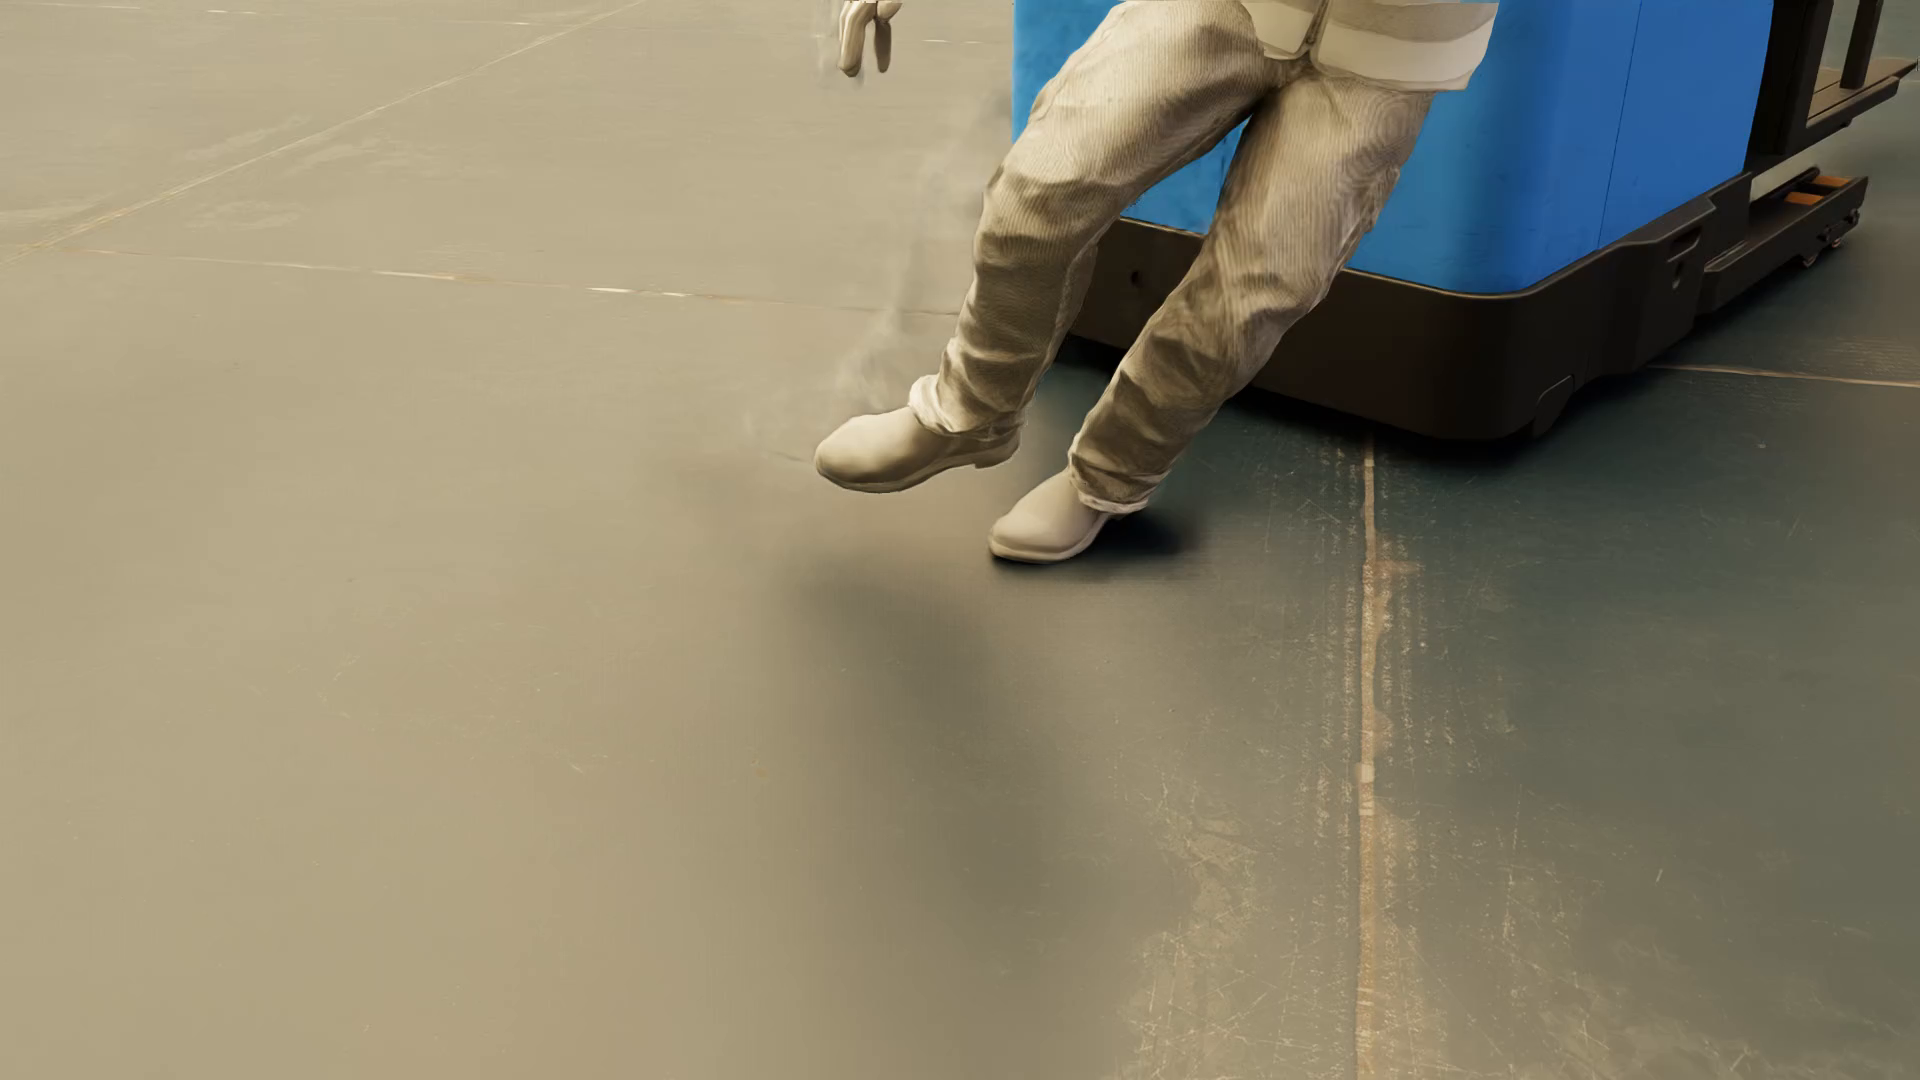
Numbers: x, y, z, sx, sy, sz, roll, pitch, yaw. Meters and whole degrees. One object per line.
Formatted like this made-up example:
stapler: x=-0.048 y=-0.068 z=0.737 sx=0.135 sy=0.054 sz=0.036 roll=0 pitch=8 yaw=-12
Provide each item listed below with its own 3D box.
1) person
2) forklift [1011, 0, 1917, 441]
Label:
person: x=0.279 y=-0.564 z=1.940 sx=1.085 sy=1.530 sz=0.913 roll=7 pitch=28 yaw=14
forklift: x=13.528 y=-0.745 z=0.722 sx=23.089 sy=2.935 sz=14.713 roll=22 pitch=34 yaw=36
